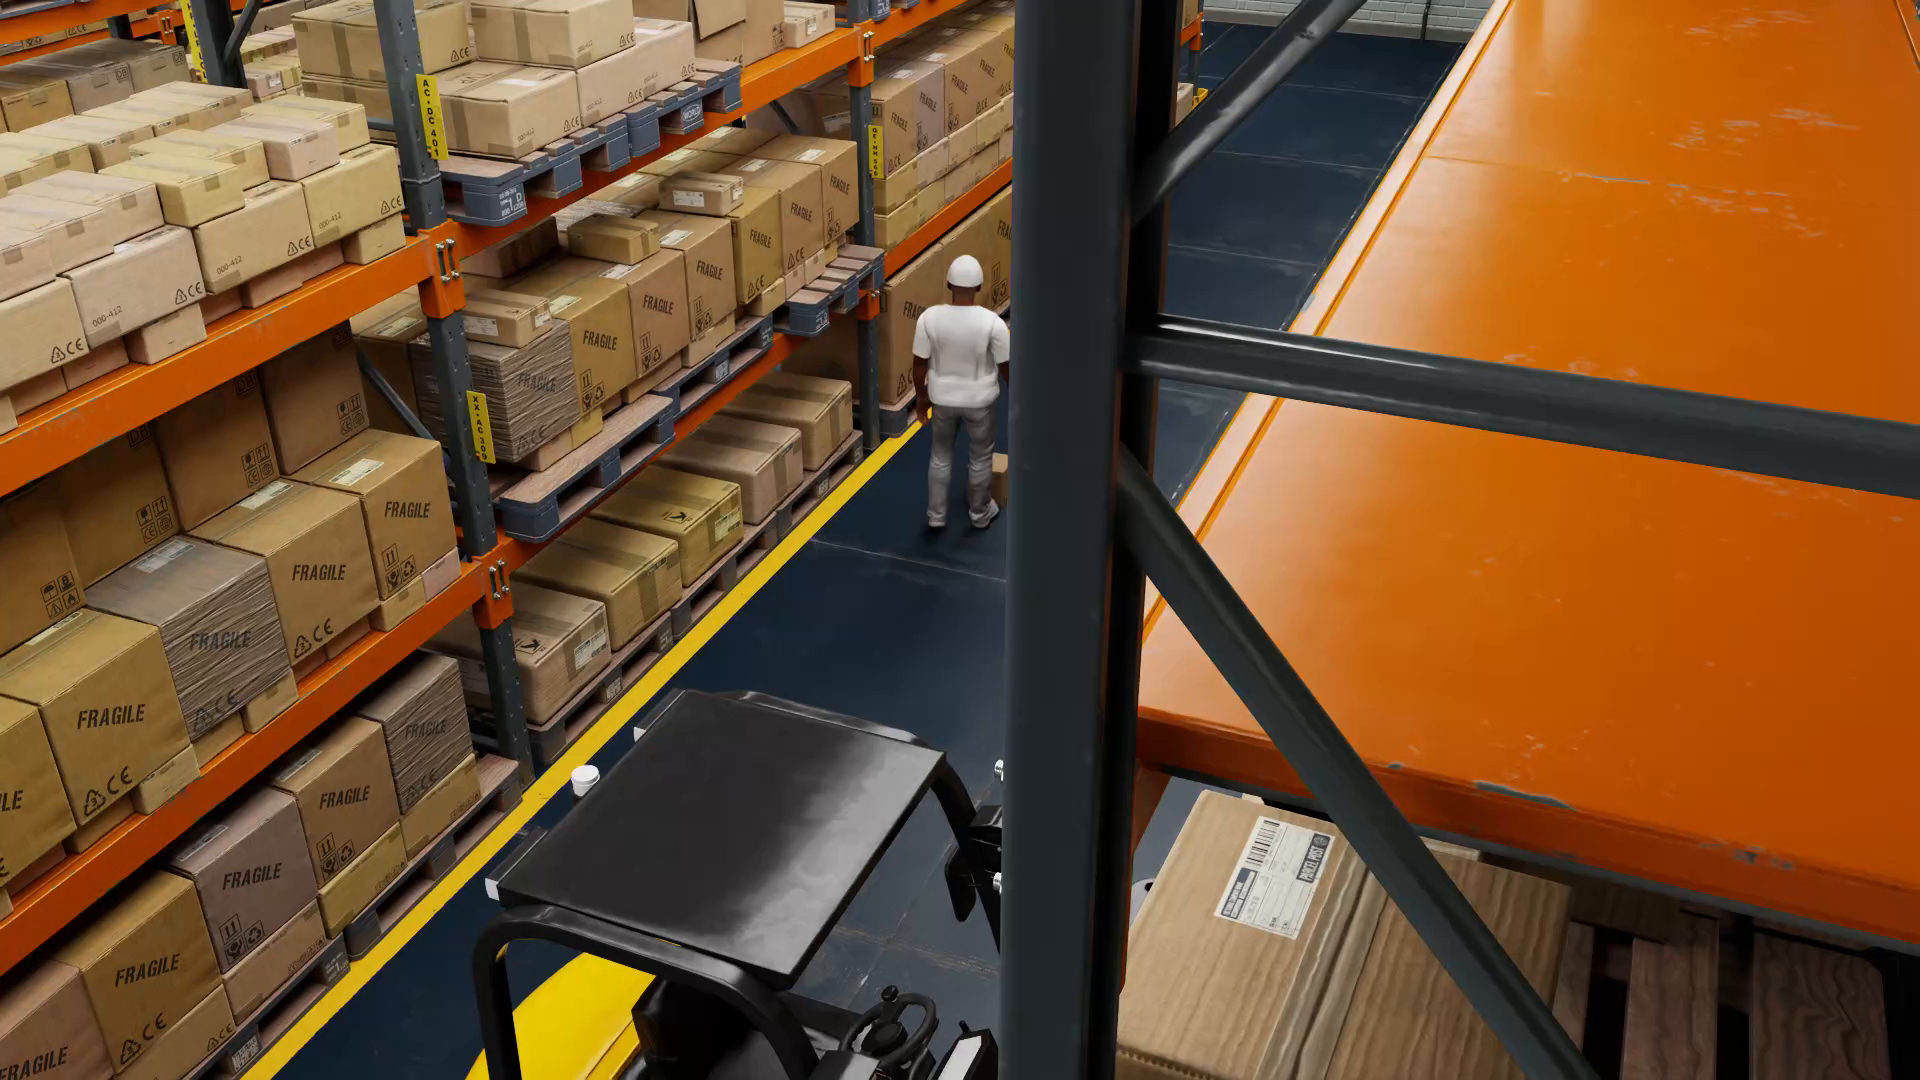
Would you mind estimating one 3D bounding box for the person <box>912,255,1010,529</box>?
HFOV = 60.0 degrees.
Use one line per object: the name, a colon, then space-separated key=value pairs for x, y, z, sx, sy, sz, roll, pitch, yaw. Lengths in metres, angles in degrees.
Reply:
person: x=0.043 y=-0.845 z=9.889 sx=0.591 sy=1.824 sz=0.511 roll=7 pitch=30 yaw=12
